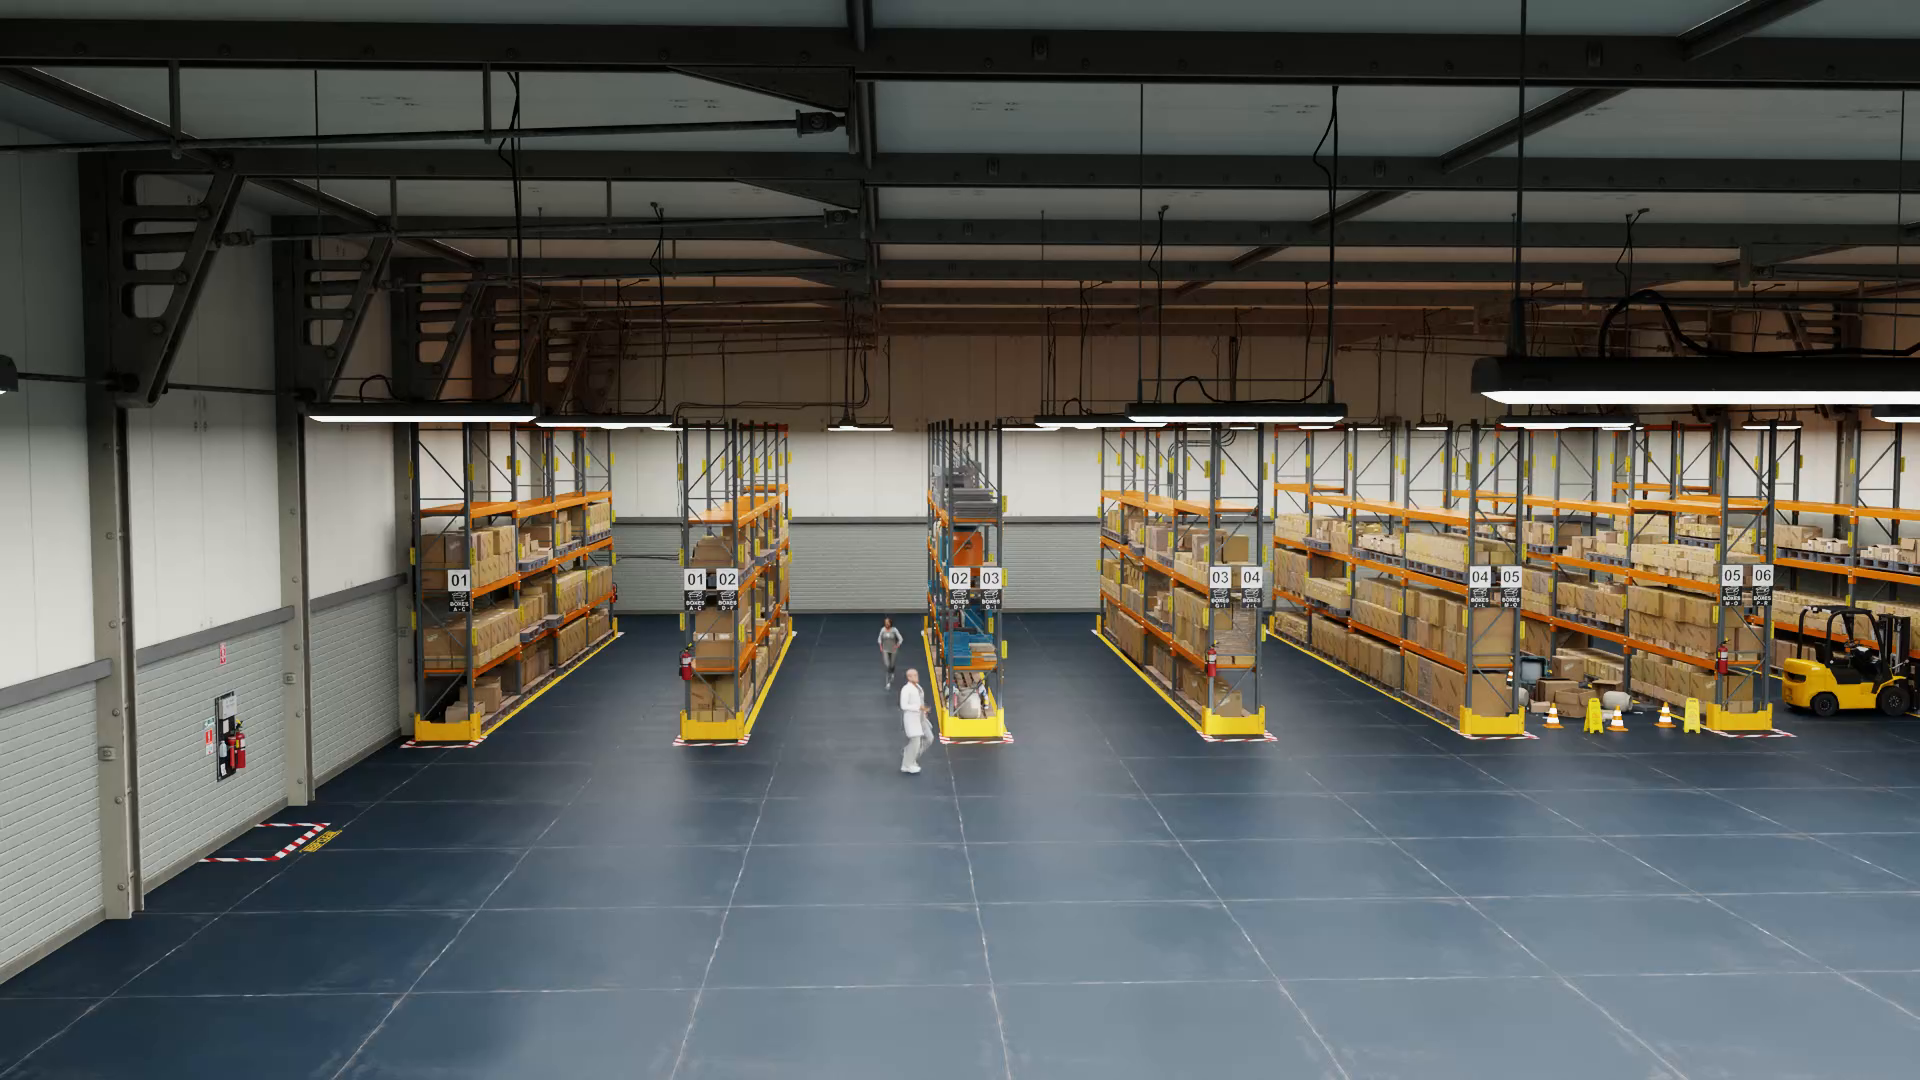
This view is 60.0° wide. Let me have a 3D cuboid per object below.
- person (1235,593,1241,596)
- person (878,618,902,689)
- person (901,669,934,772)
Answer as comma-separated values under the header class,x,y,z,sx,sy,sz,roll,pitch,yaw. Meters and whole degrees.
class,x,y,z,sx,sy,sz,roll,pitch,yaw
person,7.736,1.937,45.514,0.652,1.743,0.602,0,4,1
person,-1.572,2.540,37.566,0.555,1.602,0.659,0,4,6
person,-0.704,3.047,28.041,0.639,1.741,0.697,2,4,29
